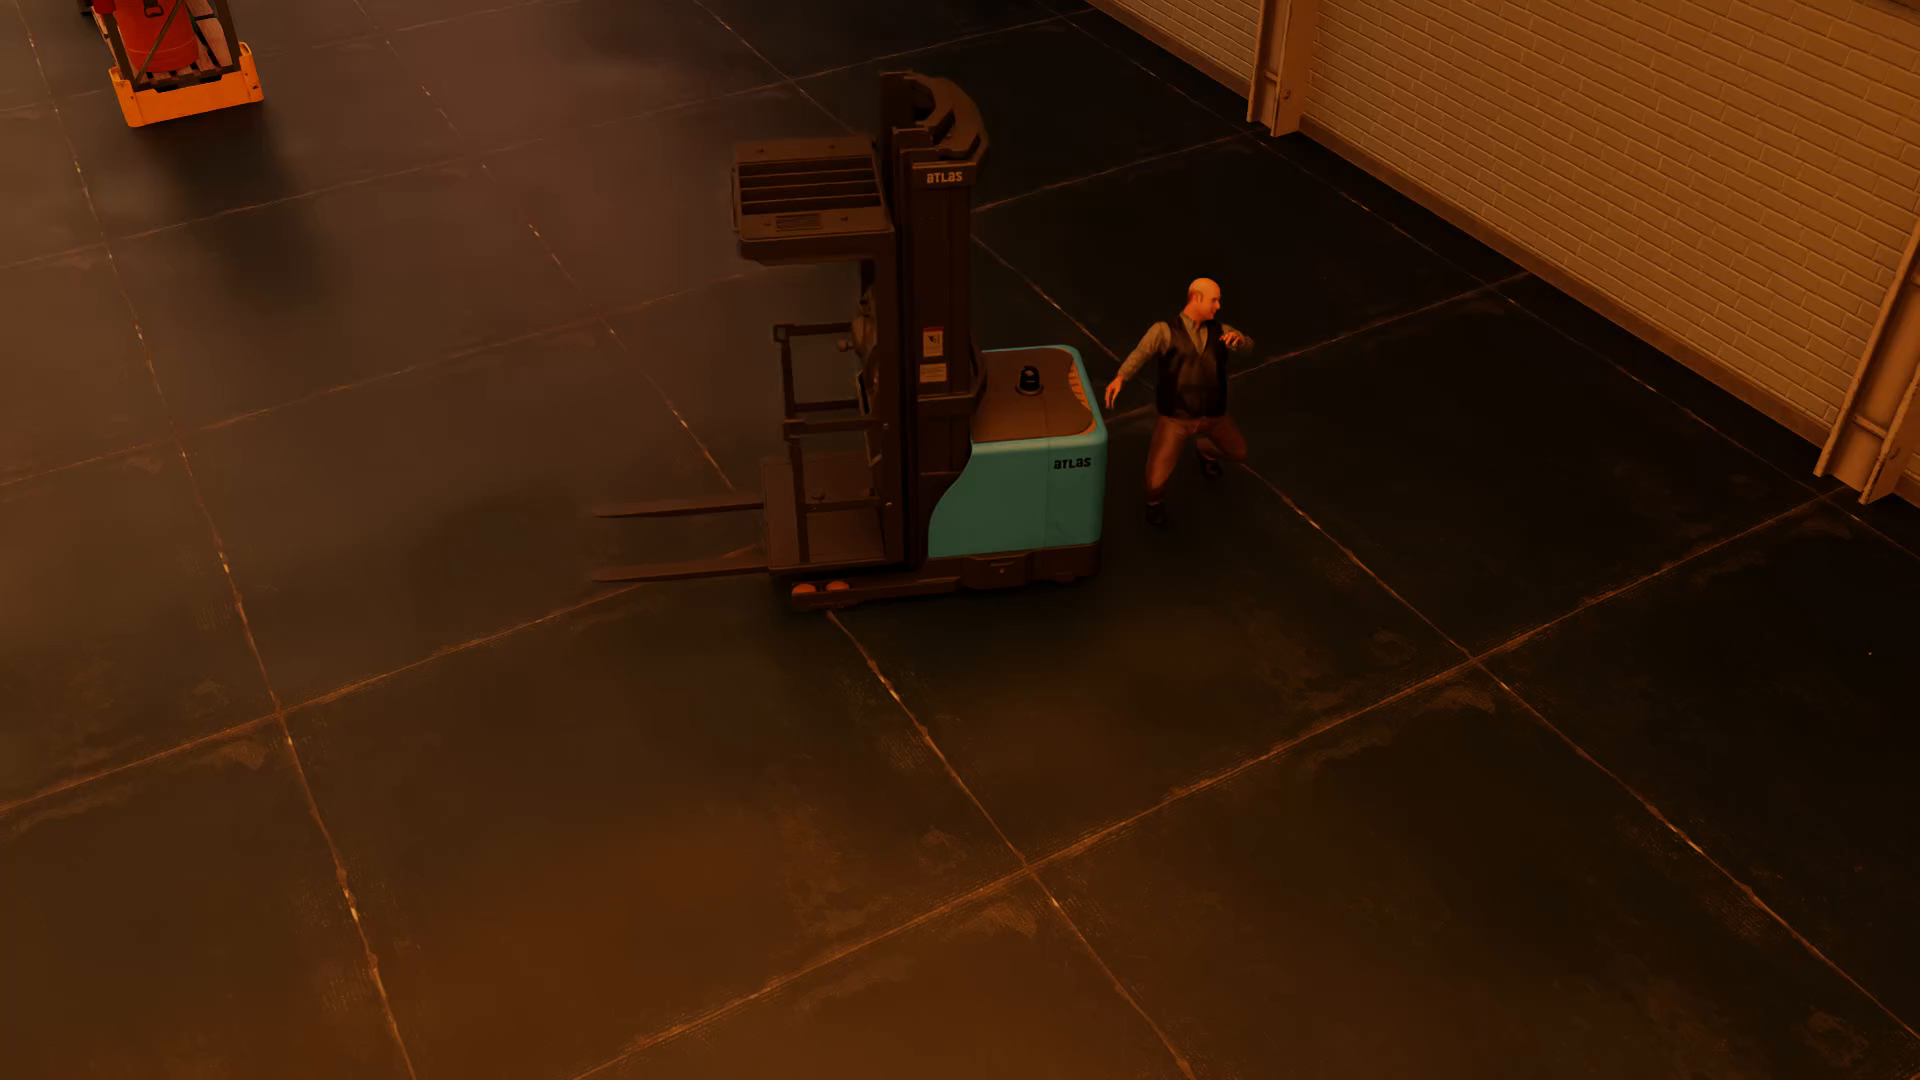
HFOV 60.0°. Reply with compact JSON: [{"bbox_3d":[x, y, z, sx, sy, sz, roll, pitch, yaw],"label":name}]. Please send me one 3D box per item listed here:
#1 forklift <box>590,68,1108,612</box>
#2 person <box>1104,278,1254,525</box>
[{"bbox_3d":[-0.704,-1.066,9.321,3.031,2.935,1.130,-5,40,-6],"label":"forklift"},{"bbox_3d":[1.290,-0.750,10.058,1.051,1.464,0.711,-15,42,-18],"label":"person"}]
